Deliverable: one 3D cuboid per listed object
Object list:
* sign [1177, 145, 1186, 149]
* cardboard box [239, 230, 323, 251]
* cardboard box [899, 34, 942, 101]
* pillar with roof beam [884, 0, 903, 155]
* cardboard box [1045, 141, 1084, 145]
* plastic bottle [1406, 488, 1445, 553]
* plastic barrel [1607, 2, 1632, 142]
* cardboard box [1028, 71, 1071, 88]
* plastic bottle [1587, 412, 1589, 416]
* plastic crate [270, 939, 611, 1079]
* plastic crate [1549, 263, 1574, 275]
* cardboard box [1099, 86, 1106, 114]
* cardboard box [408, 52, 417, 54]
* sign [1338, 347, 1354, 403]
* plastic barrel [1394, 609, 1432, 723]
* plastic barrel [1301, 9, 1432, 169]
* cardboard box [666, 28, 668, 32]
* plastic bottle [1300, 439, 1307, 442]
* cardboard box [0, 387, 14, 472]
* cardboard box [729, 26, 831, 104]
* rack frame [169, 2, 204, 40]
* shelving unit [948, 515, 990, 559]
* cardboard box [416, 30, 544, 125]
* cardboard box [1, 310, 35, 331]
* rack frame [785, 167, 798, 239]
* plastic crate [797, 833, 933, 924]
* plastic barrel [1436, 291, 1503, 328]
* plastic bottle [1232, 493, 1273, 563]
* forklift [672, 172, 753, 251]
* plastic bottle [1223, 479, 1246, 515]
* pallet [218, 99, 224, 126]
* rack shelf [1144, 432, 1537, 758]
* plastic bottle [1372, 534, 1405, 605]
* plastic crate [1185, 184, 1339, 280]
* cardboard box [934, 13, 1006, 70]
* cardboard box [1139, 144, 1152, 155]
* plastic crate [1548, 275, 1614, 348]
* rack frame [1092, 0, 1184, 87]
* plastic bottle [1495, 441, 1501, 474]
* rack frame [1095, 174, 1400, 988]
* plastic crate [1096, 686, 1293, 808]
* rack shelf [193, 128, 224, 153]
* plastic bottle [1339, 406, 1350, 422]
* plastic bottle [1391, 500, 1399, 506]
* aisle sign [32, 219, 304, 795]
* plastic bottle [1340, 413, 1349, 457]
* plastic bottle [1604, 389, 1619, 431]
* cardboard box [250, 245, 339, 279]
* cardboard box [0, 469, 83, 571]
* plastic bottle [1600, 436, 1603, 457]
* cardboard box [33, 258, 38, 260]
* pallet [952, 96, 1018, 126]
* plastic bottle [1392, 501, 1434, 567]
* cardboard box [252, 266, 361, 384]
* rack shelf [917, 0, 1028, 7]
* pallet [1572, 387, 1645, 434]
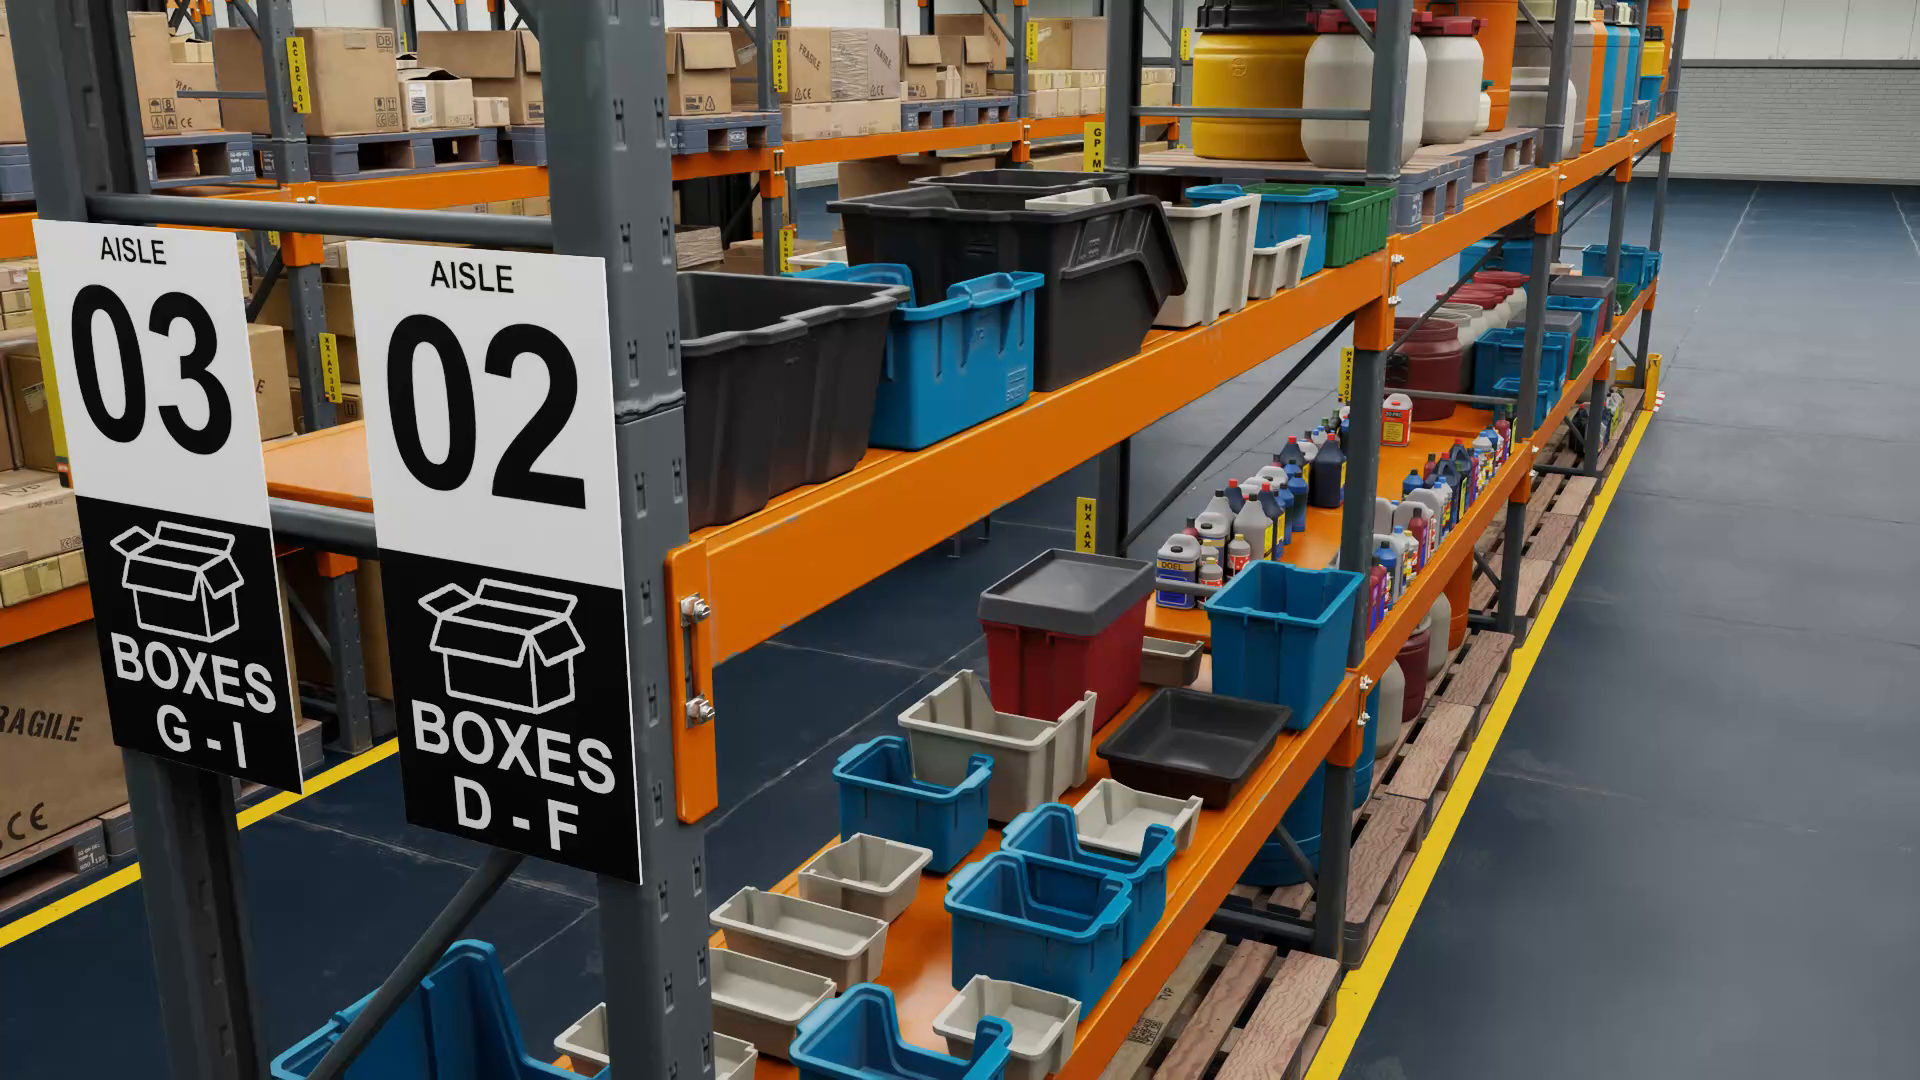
[{"bbox_3d":[2.393,-4.113,18.014,0.100,0.325,0.005,8,18,25],"label":"sign"},{"bbox_3d":[-5.852,-2.741,14.054,0.700,0.500,0.500,8,18,25],"label":"cardboard box"},{"bbox_3d":[-0.601,-3.804,13.378,0.797,0.503,0.637,9,19,28],"label":"cardboard box"},{"bbox_3d":[2.056,-13.752,42.520,9.100,9.000,0.400,8,18,25],"label":"pillar with roof beam"},{"bbox_3d":[1.186,-3.920,17.499,0.500,0.500,0.500,8,18,25],"label":"cardboard box"},{"bbox_3d":[2.040,-0.100,7.311,0.152,0.276,0.135,8,18,25],"label":"plastic bottle"},{"bbox_3d":[4.224,-3.187,11.338,0.600,0.901,0.600,0,17,0],"label":"plastic barrel"},{"bbox_3d":[0.809,-4.275,15.443,0.380,0.149,0.250,9,19,27],"label":"cardboard box"},{"bbox_3d":[5.238,-0.941,13.943,0.097,0.271,0.097,0,17,0],"label":"plastic bottle"},{"bbox_3d":[-0.830,1.069,2.989,0.616,0.435,0.499,8,18,25],"label":"plastic crate"},{"bbox_3d":[5.649,-2.538,15.765,0.298,0.136,0.250,8,18,25],"label":"plastic crate"},{"bbox_3d":[1.240,-4.307,16.252,0.500,0.250,0.500,8,18,24],"label":"cardboard box"},{"bbox_3d":[-7.094,-6.191,21.371,0.380,0.149,0.250,8,18,25],"label":"cardboard box"},{"bbox_3d":[2.267,-0.960,9.703,0.100,0.325,0.005,8,18,25],"label":"sign"},{"bbox_3d":[2.054,0.555,8.385,0.600,0.588,0.708,8,18,25],"label":"plastic barrel"},{"bbox_3d":[1.434,-1.602,5.904,0.433,0.535,0.433,0,17,0],"label":"plastic barrel"},{"bbox_3d":[-3.240,-5.443,17.939,0.380,0.149,0.250,8,18,25],"label":"cardboard box"},{"bbox_3d":[1.687,-0.363,8.204,0.097,0.271,0.097,0,17,0],"label":"plastic bottle"},{"bbox_3d":[-4.354,-0.508,6.892,0.500,0.500,0.500,7,18,24],"label":"cardboard box"},{"bbox_3d":[-1.229,-3.257,11.399,0.500,0.500,0.500,8,18,26],"label":"cardboard box"},{"bbox_3d":[-11.402,-8.249,23.993,1.000,3.000,0.127,8,18,25],"label":"rack frame"},{"bbox_3d":[-0.074,-0.964,11.583,0.431,2.100,0.503,8,18,25],"label":"shelving unit"},{"bbox_3d":[-2.563,-2.610,9.356,0.797,0.503,0.637,8,18,25],"label":"cardboard box"},{"bbox_3d":[-6.682,-1.538,11.638,0.380,0.149,0.250,8,18,24],"label":"cardboard box"},{"bbox_3d":[-2.486,-4.139,20.690,1.000,3.000,0.127,8,18,25],"label":"rack frame"},{"bbox_3d":[-0.250,0.867,4.195,0.298,0.136,0.250,8,18,25],"label":"plastic crate"},{"bbox_3d":[3.404,-1.385,11.181,0.433,0.535,0.433,0,17,0],"label":"plastic barrel"},{"bbox_3d":[1.221,-0.029,6.940,0.144,0.351,0.185,8,18,25],"label":"plastic bottle"},{"bbox_3d":[-2.579,-2.233,14.393,3.031,2.935,1.130,3,17,10],"label":"forklift"},{"bbox_3d":[1.175,-0.094,7.160,0.144,0.351,0.185,8,18,25],"label":"plastic bottle"},{"bbox_3d":[-5.821,-3.619,14.004,1.213,0.211,1.003,9,19,28],"label":"pallet"},{"bbox_3d":[1.868,0.040,7.884,1.077,0.370,4.000,8,18,25],"label":"rack shelf"},{"bbox_3d":[1.686,0.102,6.631,0.152,0.276,0.135,8,18,25],"label":"plastic bottle"},{"bbox_3d":[0.853,-0.880,4.745,0.416,0.233,0.300,8,18,25],"label":"plastic crate"},{"bbox_3d":[0.091,-4.478,14.989,0.500,0.500,0.500,8,18,24],"label":"cardboard box"},{"bbox_3d":[1.663,-3.852,17.271,0.500,0.500,0.500,8,18,25],"label":"cardboard box"},{"bbox_3d":[4.607,-1.701,12.371,0.402,0.464,0.583,8,18,25],"label":"plastic crate"},{"bbox_3d":[1.906,-6.358,17.625,1.000,3.000,0.127,8,18,25],"label":"rack frame"},{"bbox_3d":[2.748,-0.451,8.623,0.097,0.201,0.097,0,17,0],"label":"plastic bottle"},{"bbox_3d":[0.975,0.205,6.066,1.000,3.000,0.127,8,18,25],"label":"rack frame"},{"bbox_3d":[0.715,0.627,5.022,0.437,0.125,0.590,8,18,25],"label":"plastic crate"},{"bbox_3d":[-6.955,-2.685,11.790,1.077,0.370,4.000,8,18,25],"label":"rack shelf"},{"bbox_3d":[2.073,-0.568,8.885,0.152,0.276,0.135,8,18,25],"label":"plastic bottle"},{"bbox_3d":[1.920,-0.075,7.359,0.097,0.201,0.097,0,17,0],"label":"plastic bottle"},{"bbox_3d":[-1.107,-0.041,2.329,0.394,0.787,0.004,8,18,25],"label":"aisle sign"},{"bbox_3d":[2.051,-0.532,8.772,0.097,0.271,0.097,0,17,0],"label":"plastic bottle"},{"bbox_3d":[5.639,-1.130,14.442,0.144,0.351,0.185,9,19,28],"label":"plastic bottle"},{"bbox_3d":[-5.619,-2.229,14.085,0.500,0.500,0.500,8,18,26],"label":"cardboard box"},{"bbox_3d":[-3.876,-0.088,6.793,0.500,0.250,0.500,9,19,26],"label":"cardboard box"},{"bbox_3d":[5.175,-0.779,13.523,0.097,0.201,0.097,0,17,0],"label":"plastic bottle"},{"bbox_3d":[-6.450,-1.955,11.996,0.380,0.149,0.250,9,19,28],"label":"cardboard box"},{"bbox_3d":[-0.253,-3.667,14.164,1.213,0.211,1.003,8,18,25],"label":"pallet"},{"bbox_3d":[1.936,-0.041,7.112,0.152,0.276,0.135,8,18,25],"label":"plastic bottle"},{"bbox_3d":[-3.178,-1.118,8.582,0.797,0.503,0.637,8,18,24],"label":"cardboard box"},{"bbox_3d":[-0.775,-4.293,12.639,1.077,0.370,4.000,8,18,25],"label":"rack shelf"},{"bbox_3d":[5.977,-1.283,15.975,1.003,0.211,1.213,8,18,25],"label":"pallet"}]
